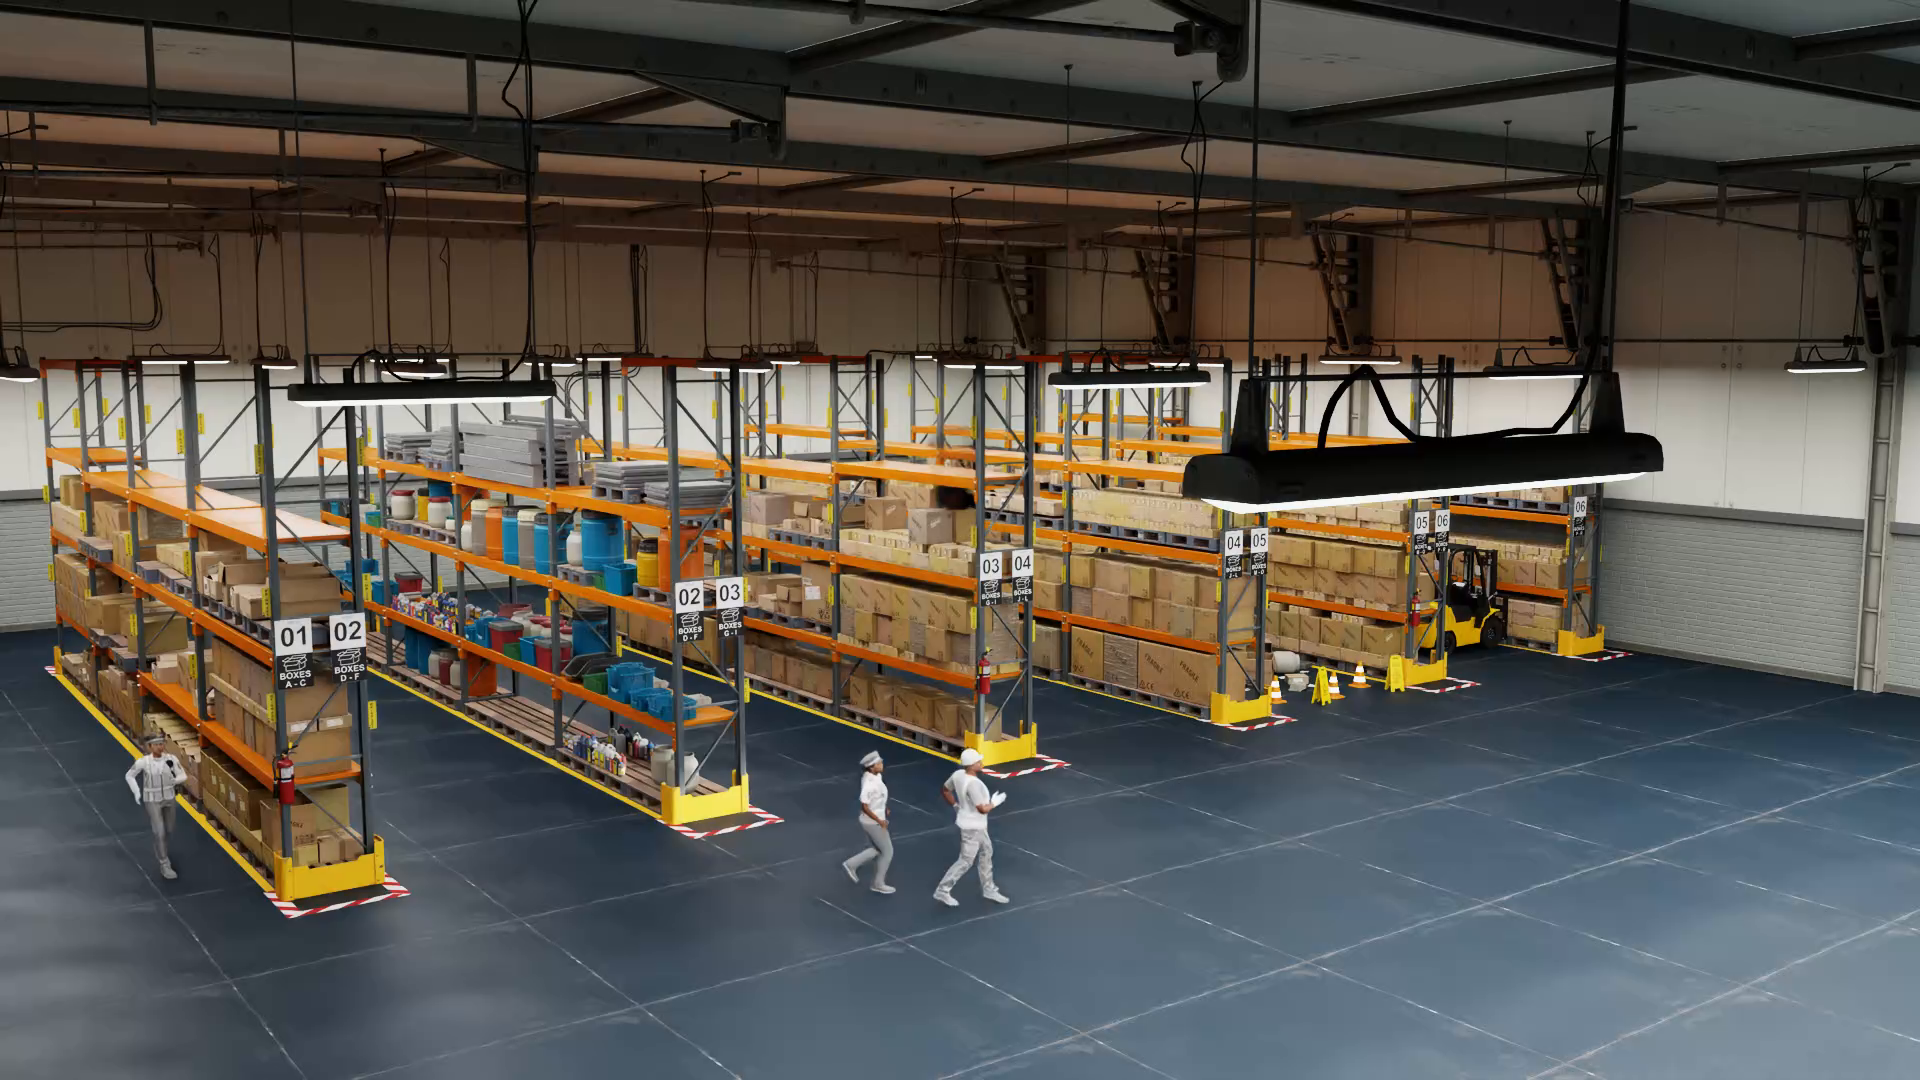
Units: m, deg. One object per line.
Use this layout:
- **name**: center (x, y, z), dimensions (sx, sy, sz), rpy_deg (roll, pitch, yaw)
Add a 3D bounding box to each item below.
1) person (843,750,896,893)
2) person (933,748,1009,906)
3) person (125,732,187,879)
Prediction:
- **person**: center (-1.049, 3.231, 19.082), dimensions (0.611, 1.683, 0.576), rpy_deg (-1, 7, -5)
- **person**: center (0.128, 3.209, 18.510), dimensions (0.903, 1.814, 0.672), rpy_deg (-1, 7, -11)
- **person**: center (-9.518, 3.101, 19.778), dimensions (0.611, 1.681, 0.940), rpy_deg (-7, 9, -43)
